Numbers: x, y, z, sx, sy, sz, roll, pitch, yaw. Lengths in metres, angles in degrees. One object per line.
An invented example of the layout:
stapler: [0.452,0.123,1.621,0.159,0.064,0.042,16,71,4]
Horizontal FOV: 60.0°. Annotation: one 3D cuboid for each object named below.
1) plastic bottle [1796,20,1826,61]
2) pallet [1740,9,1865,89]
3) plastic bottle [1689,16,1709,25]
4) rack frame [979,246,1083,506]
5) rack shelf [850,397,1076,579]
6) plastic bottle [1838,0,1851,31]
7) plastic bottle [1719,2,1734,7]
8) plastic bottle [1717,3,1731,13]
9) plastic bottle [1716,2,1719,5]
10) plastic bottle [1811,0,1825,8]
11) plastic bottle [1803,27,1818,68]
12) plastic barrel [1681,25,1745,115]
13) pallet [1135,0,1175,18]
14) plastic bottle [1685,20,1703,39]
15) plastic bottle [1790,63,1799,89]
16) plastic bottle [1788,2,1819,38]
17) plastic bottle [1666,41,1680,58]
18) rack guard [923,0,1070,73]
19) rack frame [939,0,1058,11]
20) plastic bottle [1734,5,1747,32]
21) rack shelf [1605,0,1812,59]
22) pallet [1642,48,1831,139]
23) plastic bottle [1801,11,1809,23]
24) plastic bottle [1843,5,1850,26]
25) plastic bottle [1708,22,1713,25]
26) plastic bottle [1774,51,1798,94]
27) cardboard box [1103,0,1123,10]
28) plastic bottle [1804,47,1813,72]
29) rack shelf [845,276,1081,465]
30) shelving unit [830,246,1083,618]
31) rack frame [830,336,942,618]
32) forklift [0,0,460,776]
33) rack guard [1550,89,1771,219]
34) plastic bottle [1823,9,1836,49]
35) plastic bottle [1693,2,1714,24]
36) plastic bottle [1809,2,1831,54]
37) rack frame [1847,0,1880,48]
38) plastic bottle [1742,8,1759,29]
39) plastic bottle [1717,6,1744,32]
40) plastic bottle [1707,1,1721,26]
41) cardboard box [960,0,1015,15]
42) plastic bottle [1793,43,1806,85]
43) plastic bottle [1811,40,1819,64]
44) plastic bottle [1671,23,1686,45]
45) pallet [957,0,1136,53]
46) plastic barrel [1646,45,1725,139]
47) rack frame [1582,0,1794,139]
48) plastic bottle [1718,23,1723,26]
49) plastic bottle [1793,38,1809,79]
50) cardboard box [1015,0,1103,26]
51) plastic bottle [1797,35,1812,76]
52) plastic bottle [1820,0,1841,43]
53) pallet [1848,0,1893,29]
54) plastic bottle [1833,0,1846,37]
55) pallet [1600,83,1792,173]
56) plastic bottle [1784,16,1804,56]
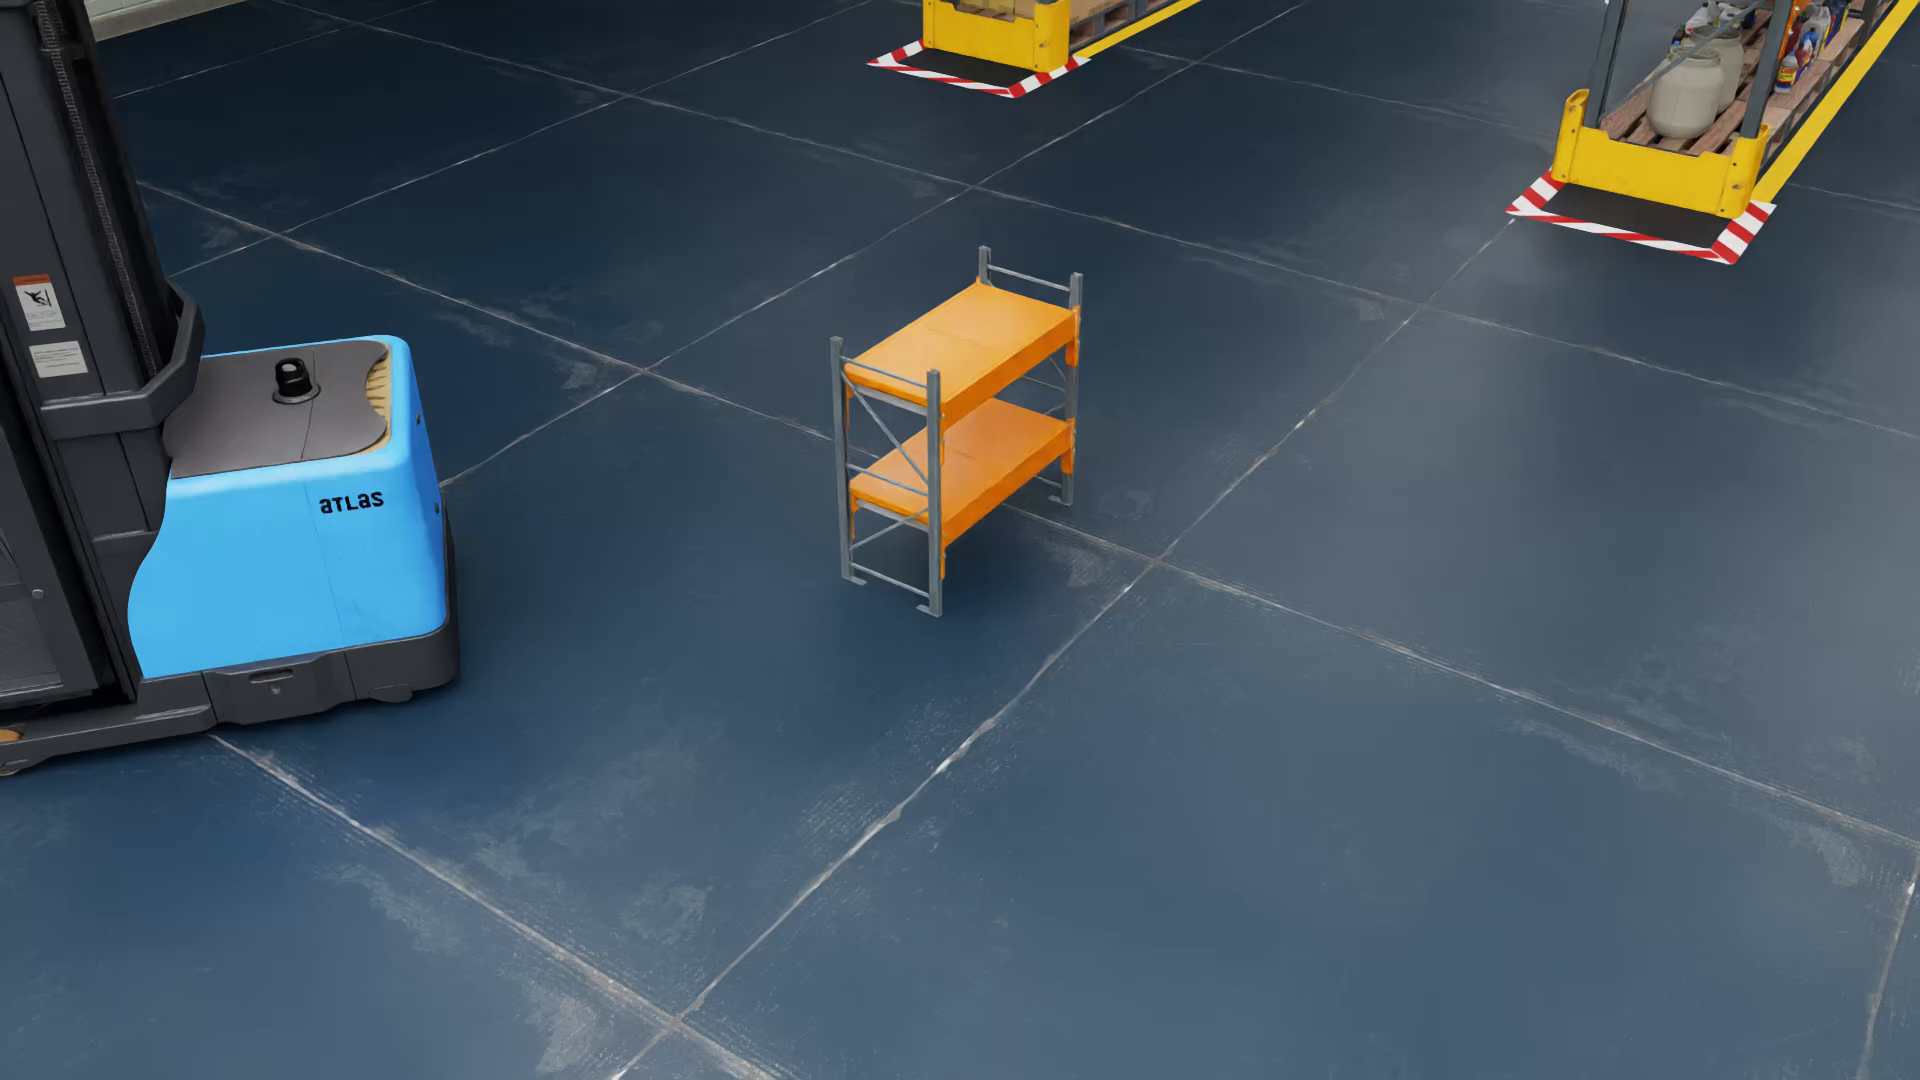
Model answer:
plastic bottle: [6.108,-3.602,11.938,0.152,0.276,0.135,22,40,29]
pallet: [6.211,-3.796,12.675,1.003,0.211,1.213,21,39,28]
plastic bottle: [5.280,-3.617,11.959,0.152,0.276,0.135,20,39,27]
rack frame: [0.294,-0.703,7.285,0.500,1.125,0.032,21,39,28]
rack shelf: [0.004,-0.267,7.076,0.538,0.278,1.000,21,39,28]
plastic bottle: [6.625,-3.977,12.486,0.061,0.283,0.133,23,41,30]
plastic bottle: [5.719,-4.006,12.468,0.144,0.351,0.185,20,39,26]
plastic bottle: [5.666,-3.894,12.373,0.097,0.271,0.097,0,34,0]
plastic bottle: [5.591,-3.916,12.395,0.061,0.283,0.133,23,40,30]
plastic bottle: [6.379,-3.990,12.444,0.144,0.351,0.185,21,39,28]
plastic bottle: [6.005,-3.490,11.776,0.097,0.271,0.097,0,34,0]
plastic barrel: [4.946,-3.108,11.014,0.421,0.512,0.421,0,34,0]
pallet: [1.378,-4.760,14.100,1.003,0.211,1.213,21,39,28]
plastic bottle: [5.201,-3.553,11.864,0.152,0.276,0.135,22,40,29]
plastic bottle: [5.696,-3.212,11.427,0.097,0.201,0.097,0,34,0]
plastic bottle: [6.252,-3.860,12.319,0.152,0.276,0.135,21,39,28]
plastic bottle: [5.034,-3.415,11.727,0.097,0.201,0.097,0,34,0]
rack guard: [0.267,-3.944,12.635,1.175,0.500,0.348,21,39,28]
rack frame: [0.280,-4.990,11.951,1.000,3.000,0.127,21,39,28]
plastic bottle: [5.843,-3.955,12.463,0.097,0.271,0.097,0,34,0]
rack shelf: [5.488,-4.029,11.172,1.077,0.370,4.000,21,39,28]
pallet: [5.516,-3.232,11.841,1.003,0.211,1.213,21,39,28]
plastic bottle: [6.105,-3.700,12.075,0.061,0.283,0.133,21,39,28]
plastic bottle: [6.677,-4.004,12.598,0.097,0.201,0.097,0,34,0]
plastic bottle: [5.288,-3.522,11.813,0.061,0.283,0.133,21,39,28]
plastic bottle: [5.637,-3.193,11.337,0.097,0.271,0.097,0,34,0]
cardboard box: [1.051,-4.432,13.206,0.500,0.250,0.500,21,39,28]
plastic bottle: [5.946,-3.414,11.725,0.097,0.201,0.097,0,34,0]
rack shelf: [0.004,-0.712,6.776,0.538,0.278,1.000,21,39,28]
shelving unit: [0.004,-0.469,6.939,0.538,1.125,1.048,21,39,28]
rack frame: [-0.286,-0.235,6.594,0.500,1.125,0.032,21,39,28]
forklift: [-3.496,-0.665,5.617,3.031,2.935,1.130,-9,35,-13]
rack guard: [4.352,-2.421,10.383,1.175,0.500,0.348,21,39,28]
plastic bottle: [6.330,-3.739,12.134,0.061,0.283,0.133,24,41,31]
plastic bottle: [5.371,-3.725,12.053,0.144,0.351,0.185,23,40,30]
plastic bottle: [6.204,-3.707,12.025,0.144,0.351,0.185,21,39,28]
rack frame: [6.628,-5.247,12.331,1.000,3.000,0.127,21,39,28]
plastic bottle: [5.945,-4.047,12.529,0.144,0.351,0.185,21,39,28]
plastic bottle: [5.613,-3.744,12.147,0.152,0.276,0.135,21,39,28]
plastic bottle: [5.477,-3.811,12.179,0.144,0.351,0.185,21,39,28]
cardboard box: [0.343,-4.366,13.109,0.500,0.250,0.500,21,39,28]
plastic bottle: [5.781,-3.297,11.479,0.061,0.283,0.133,22,40,29]
plastic bottle: [6.063,-3.508,11.865,0.097,0.201,0.097,0,34,0]
plastic bottle: [5.086,-3.508,11.792,0.061,0.283,0.133,22,40,29]
pallet: [0.682,-4.200,13.273,1.003,0.211,1.213,21,39,28]
plastic barrel: [4.660,-2.877,10.673,0.421,0.512,0.421,0,34,0]
rack frame: [4.347,-3.406,9.609,1.000,3.000,0.127,21,39,28]
plastic bottle: [5.495,-3.645,12.067,0.097,0.201,0.097,0,34,0]
plastic bottle: [5.833,-3.351,11.570,0.097,0.271,0.097,0,34,0]
cardboard box: [0.769,-4.201,12.864,0.500,0.250,0.500,21,39,28]
plastic bottle: [5.890,-3.397,11.638,0.097,0.271,0.097,0,34,0]
plastic bottle: [6.388,-3.855,12.245,0.144,0.351,0.185,19,39,26]
pallet: [7.044,-4.466,13.665,1.003,0.211,1.213,21,39,28]
plastic bottle: [6.498,-3.944,12.376,0.144,0.351,0.185,20,39,27]
pallet: [4.820,-2.673,11.015,1.003,0.211,1.213,21,39,28]
plastic bottle: [6.020,-3.639,11.985,0.061,0.283,0.133,21,39,28]
